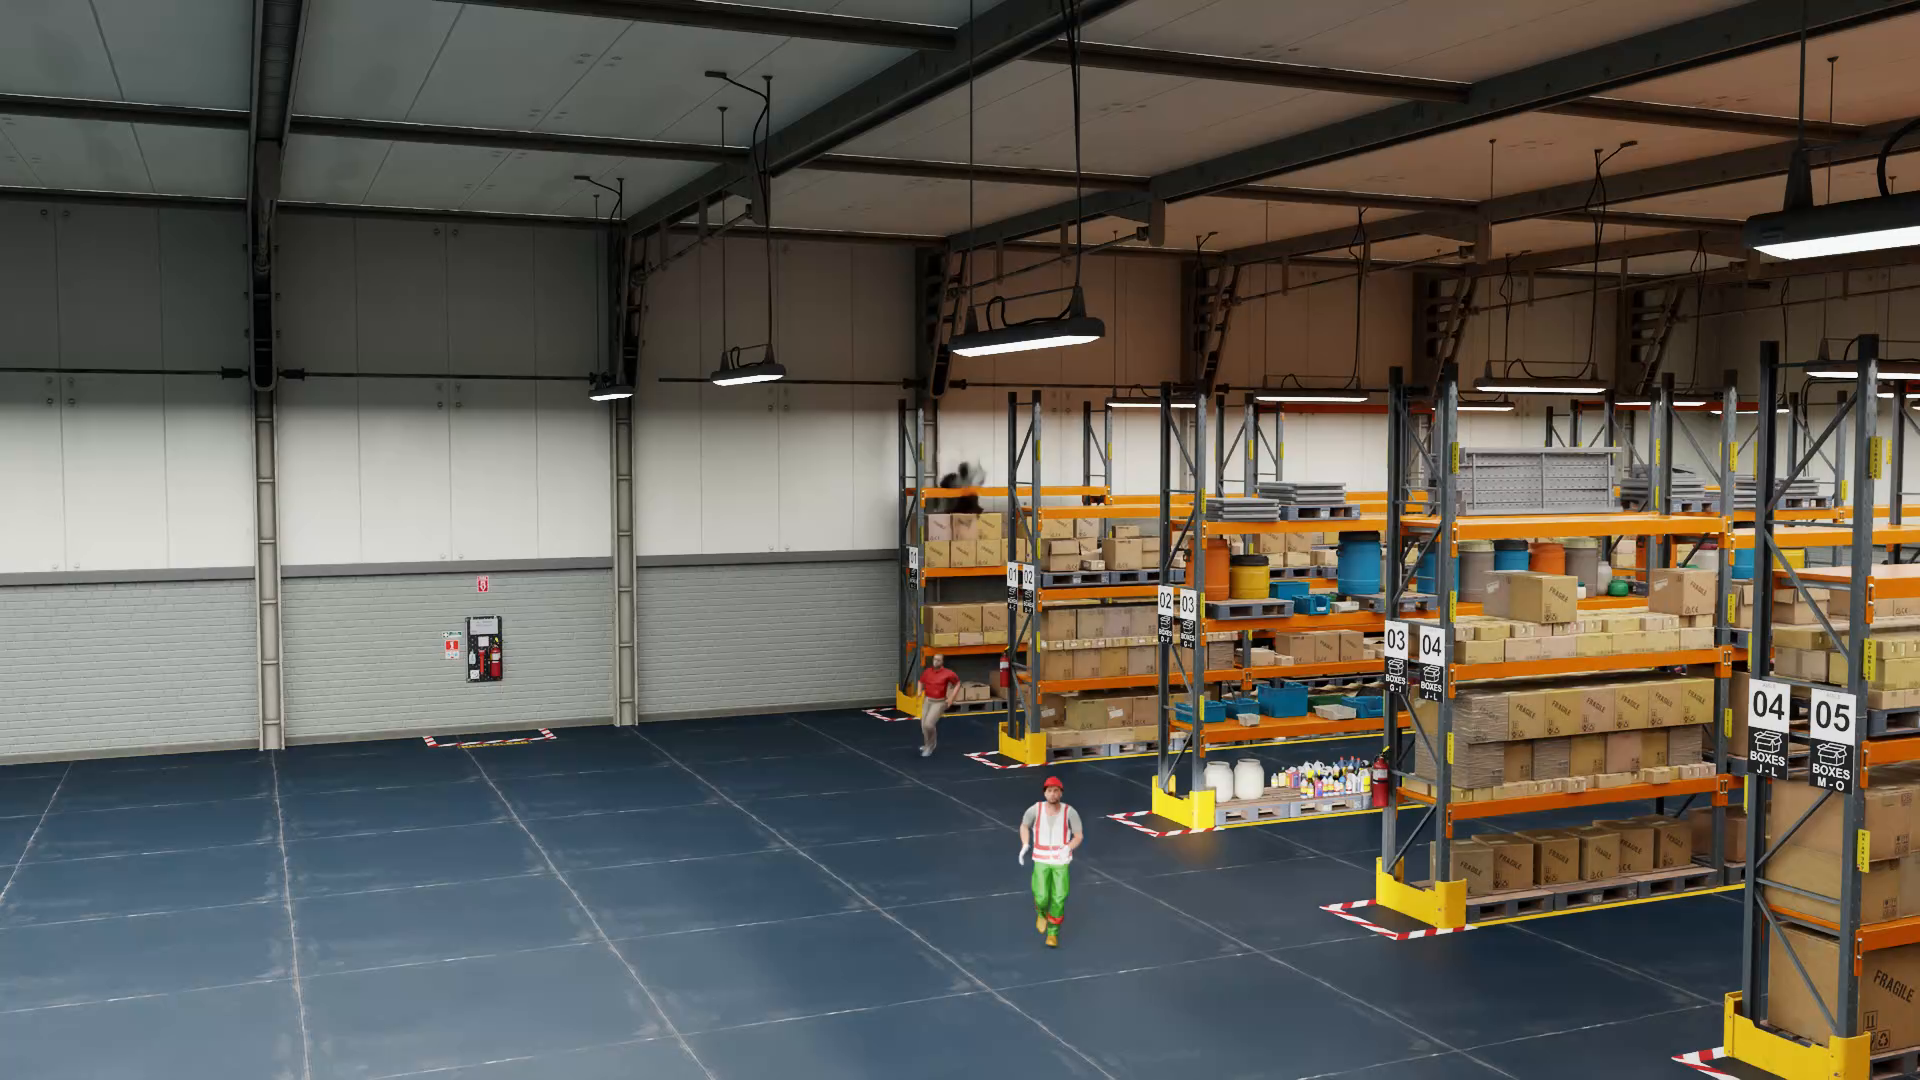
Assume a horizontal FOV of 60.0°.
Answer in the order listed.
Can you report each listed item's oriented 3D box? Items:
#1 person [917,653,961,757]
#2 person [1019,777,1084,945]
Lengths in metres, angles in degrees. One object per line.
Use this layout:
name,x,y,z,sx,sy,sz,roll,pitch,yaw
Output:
person,-0.405,2.732,27.426,0.731,1.734,0.662,2,4,33
person,0.932,3.295,17.004,0.656,1.739,0.587,0,3,5
